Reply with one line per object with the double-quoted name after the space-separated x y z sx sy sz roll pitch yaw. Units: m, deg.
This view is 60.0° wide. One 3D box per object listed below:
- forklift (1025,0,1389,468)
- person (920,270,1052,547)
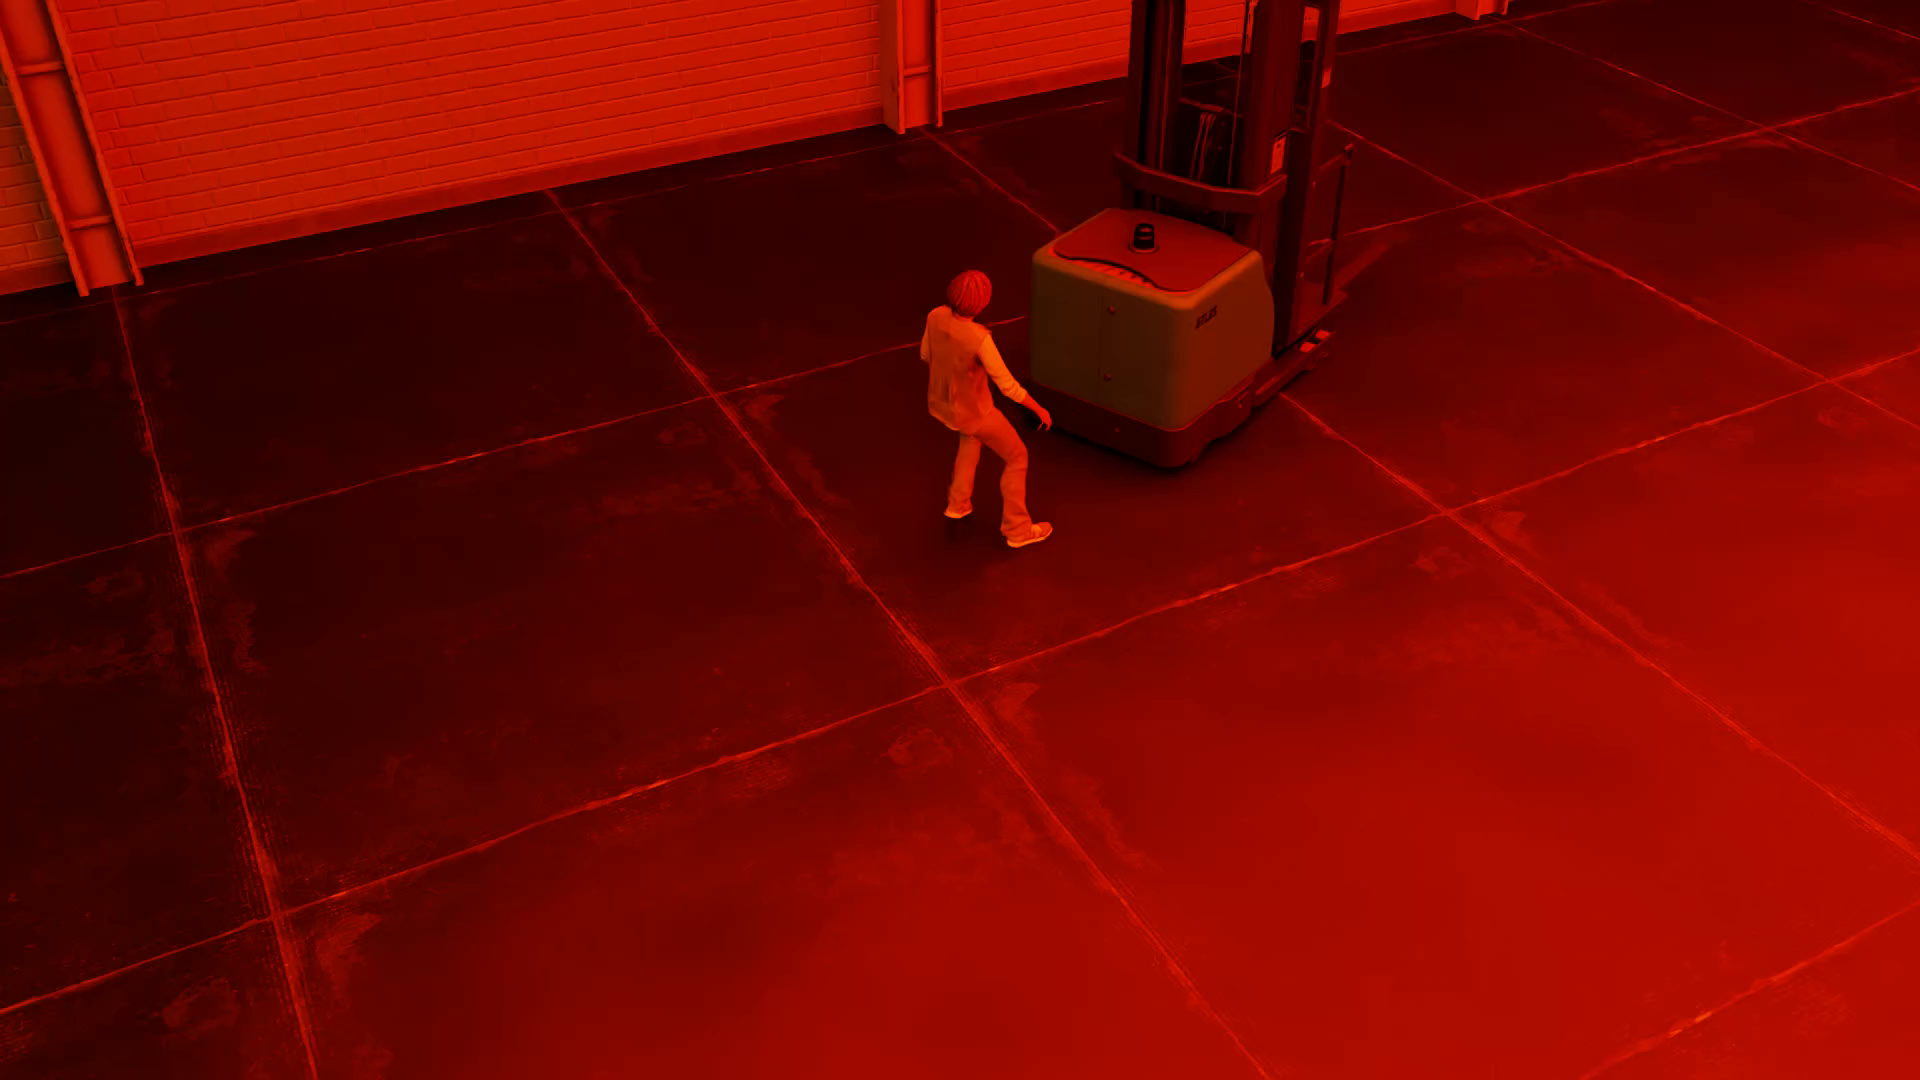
1.665 -2.386 9.499 1.130 2.935 3.031 24 42 30 "forklift"
0.117 -0.682 8.310 0.640 1.512 0.460 30 45 35 "person"
